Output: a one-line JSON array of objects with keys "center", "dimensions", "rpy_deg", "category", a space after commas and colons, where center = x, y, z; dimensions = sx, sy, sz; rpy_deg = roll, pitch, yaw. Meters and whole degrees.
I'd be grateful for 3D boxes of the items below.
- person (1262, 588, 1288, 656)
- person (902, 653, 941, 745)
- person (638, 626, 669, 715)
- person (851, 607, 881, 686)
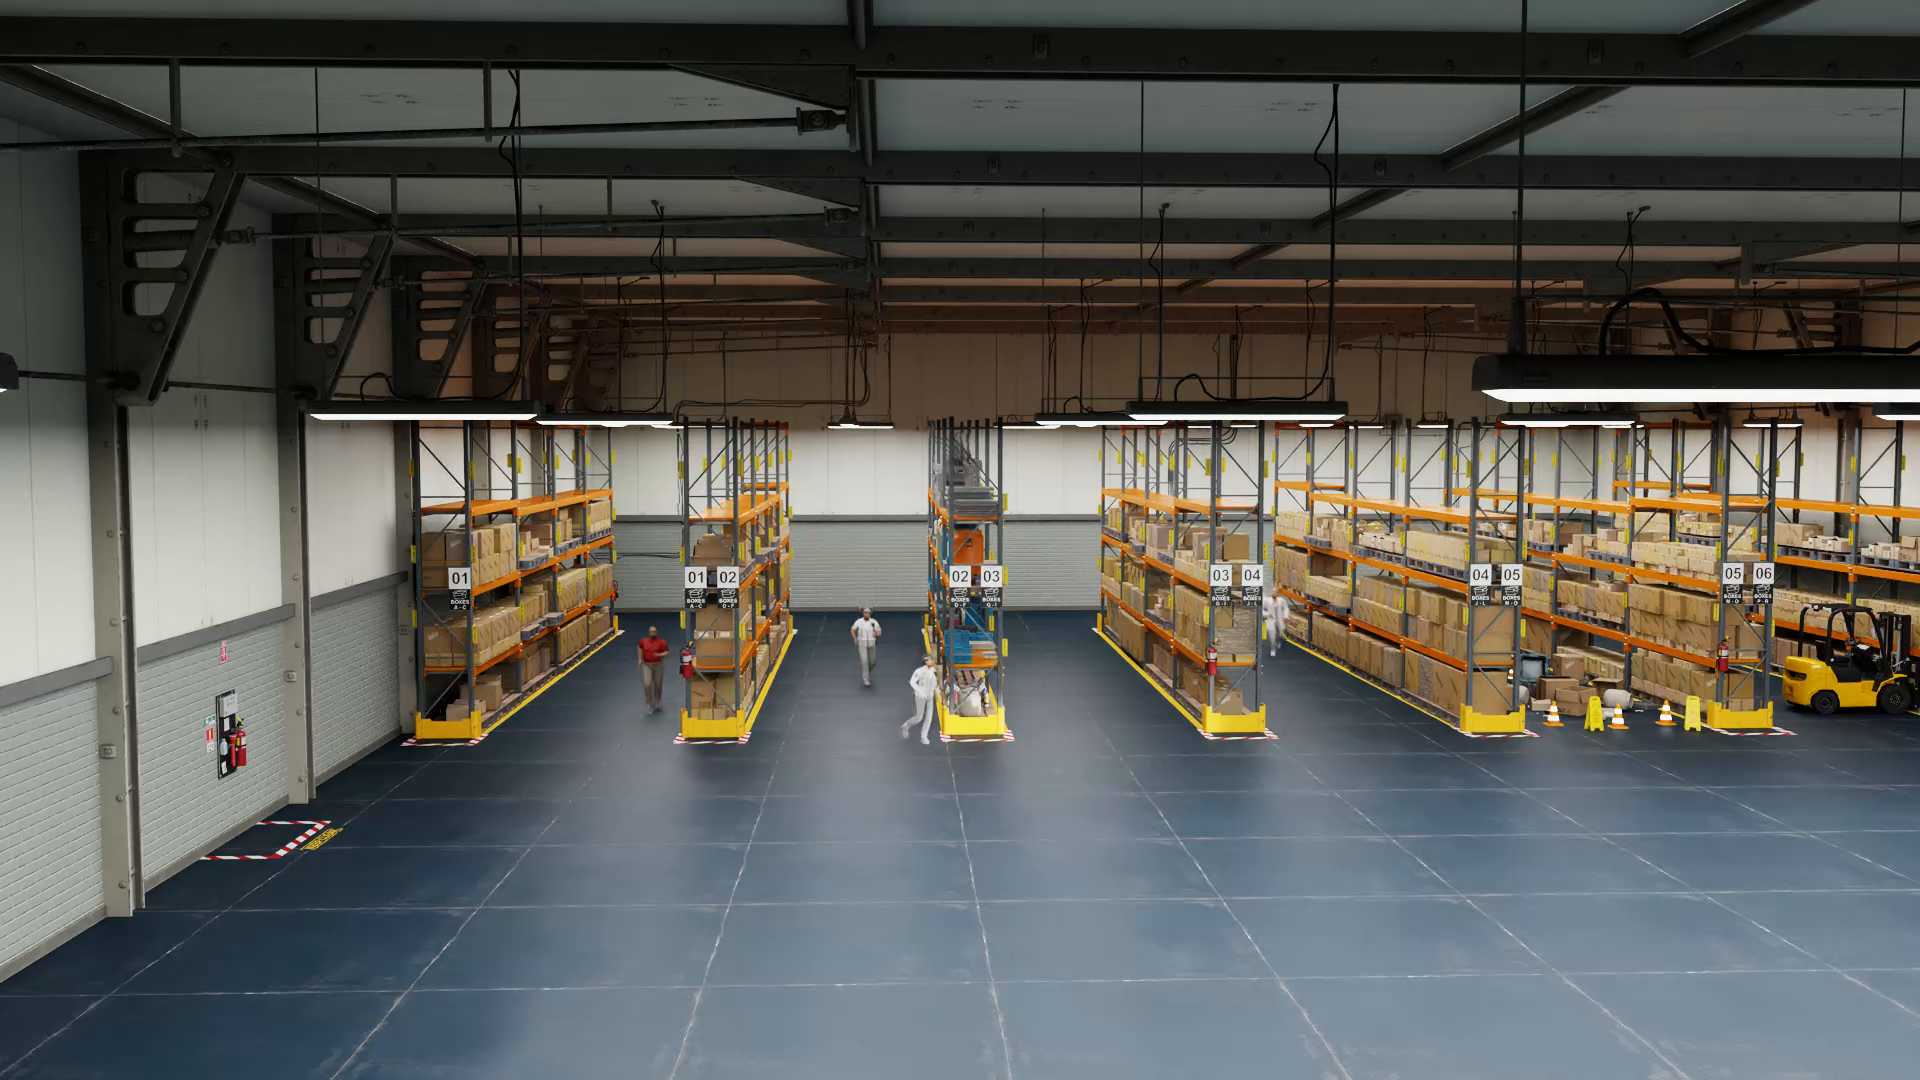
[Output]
[{"center": [8.059, 2.094, 42.556], "dimensions": [0.737, 1.729, 0.660], "rpy_deg": [0, 4, -3], "category": "person"}, {"center": [-0.638, 2.895, 30.700], "dimensions": [0.678, 1.651, 0.728], "rpy_deg": [-3, 5, -39], "category": "person"}, {"center": [-6.251, 2.644, 33.928], "dimensions": [0.634, 1.789, 0.893], "rpy_deg": [-1, 4, -8], "category": "person"}, {"center": [-2.114, 2.377, 37.700], "dimensions": [0.674, 1.753, 0.902], "rpy_deg": [-1, 4, -13], "category": "person"}]
